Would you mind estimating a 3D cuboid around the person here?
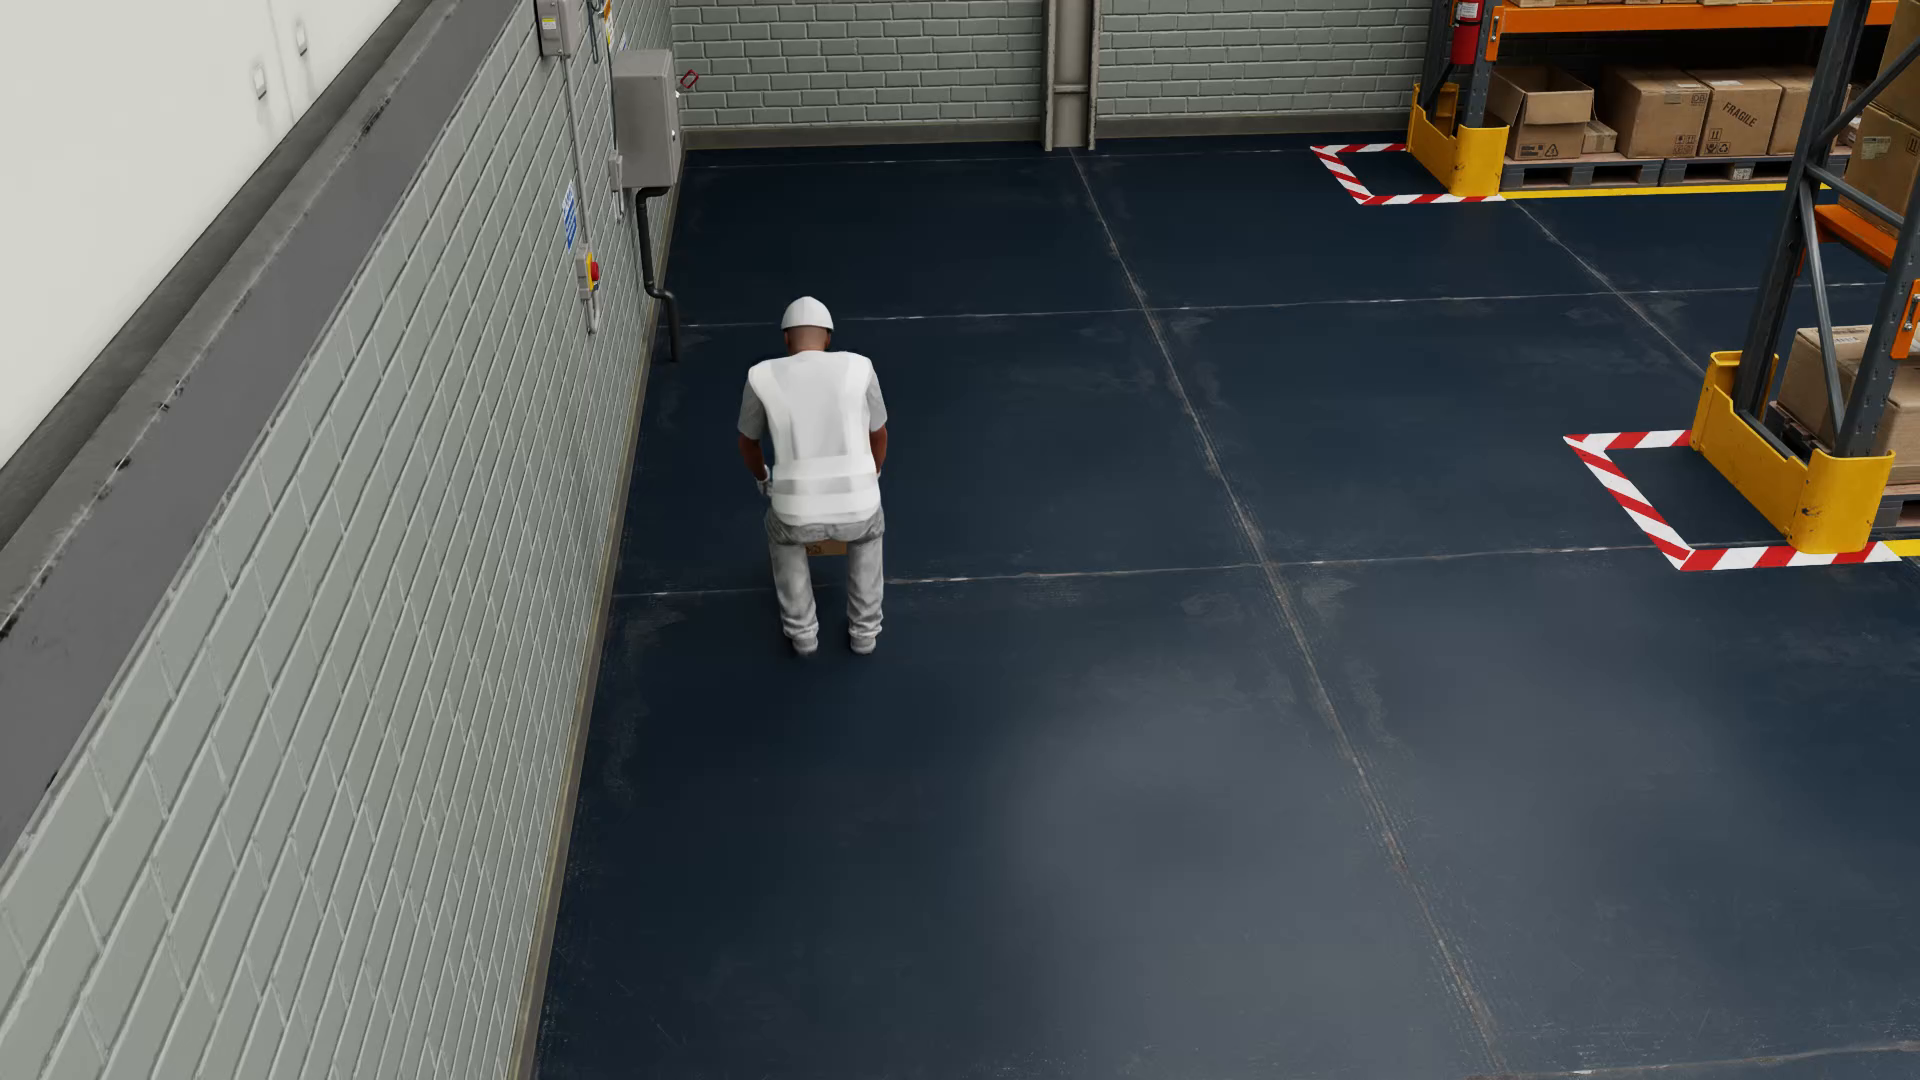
[{"bbox_3d":[-0.589,-0.221,6.819,0.605,1.441,0.755,-3,31,-4],"label":"person"}]
